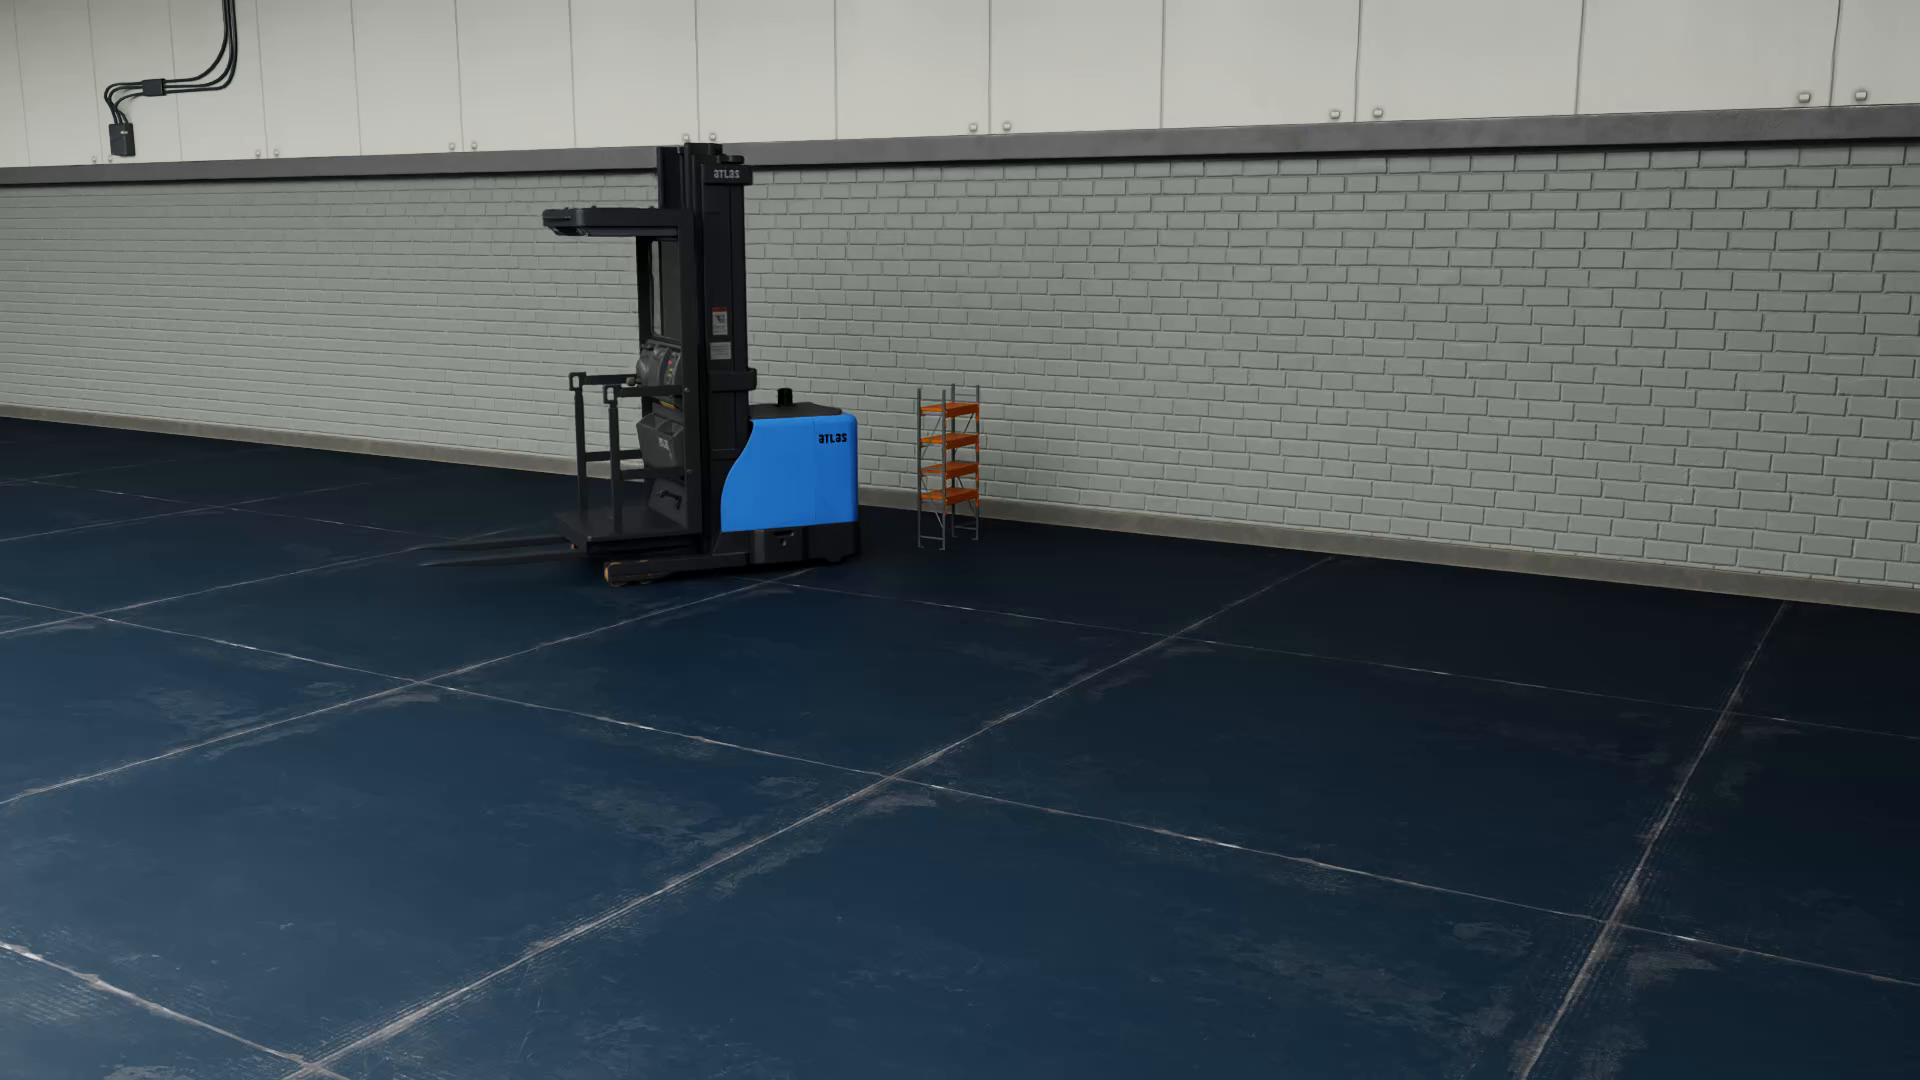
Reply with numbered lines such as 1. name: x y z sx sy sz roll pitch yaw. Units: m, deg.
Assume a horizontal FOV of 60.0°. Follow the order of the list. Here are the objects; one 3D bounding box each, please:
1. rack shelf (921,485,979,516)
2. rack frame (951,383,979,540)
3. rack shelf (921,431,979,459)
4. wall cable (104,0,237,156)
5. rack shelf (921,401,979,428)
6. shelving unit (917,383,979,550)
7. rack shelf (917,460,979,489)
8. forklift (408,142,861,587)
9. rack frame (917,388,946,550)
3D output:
1. rack shelf: -0.086 -0.302 12.668 0.258 0.148 0.480 6 12 31
2. rack frame: 0.041 -0.602 12.824 0.240 1.200 0.015 6 12 31
3. rack shelf: -0.086 -0.717 12.590 0.258 0.148 0.480 6 12 31
4. wall cable: -8.770 -7.275 18.034 2.305 6.003 0.169 6 12 31
5. rack shelf: -0.086 -0.950 12.547 0.258 0.148 0.480 6 12 31
6. shelving unit: -0.086 -0.564 12.619 0.258 1.200 0.503 6 12 31
7. rack shelf: -0.086 -0.498 12.632 0.258 0.148 0.480 6 12 31
8. forklift: -2.272 -1.236 11.508 3.031 2.935 1.130 -5 12 -25
9. rack frame: -0.213 -0.525 12.414 0.240 1.200 0.015 6 12 31
